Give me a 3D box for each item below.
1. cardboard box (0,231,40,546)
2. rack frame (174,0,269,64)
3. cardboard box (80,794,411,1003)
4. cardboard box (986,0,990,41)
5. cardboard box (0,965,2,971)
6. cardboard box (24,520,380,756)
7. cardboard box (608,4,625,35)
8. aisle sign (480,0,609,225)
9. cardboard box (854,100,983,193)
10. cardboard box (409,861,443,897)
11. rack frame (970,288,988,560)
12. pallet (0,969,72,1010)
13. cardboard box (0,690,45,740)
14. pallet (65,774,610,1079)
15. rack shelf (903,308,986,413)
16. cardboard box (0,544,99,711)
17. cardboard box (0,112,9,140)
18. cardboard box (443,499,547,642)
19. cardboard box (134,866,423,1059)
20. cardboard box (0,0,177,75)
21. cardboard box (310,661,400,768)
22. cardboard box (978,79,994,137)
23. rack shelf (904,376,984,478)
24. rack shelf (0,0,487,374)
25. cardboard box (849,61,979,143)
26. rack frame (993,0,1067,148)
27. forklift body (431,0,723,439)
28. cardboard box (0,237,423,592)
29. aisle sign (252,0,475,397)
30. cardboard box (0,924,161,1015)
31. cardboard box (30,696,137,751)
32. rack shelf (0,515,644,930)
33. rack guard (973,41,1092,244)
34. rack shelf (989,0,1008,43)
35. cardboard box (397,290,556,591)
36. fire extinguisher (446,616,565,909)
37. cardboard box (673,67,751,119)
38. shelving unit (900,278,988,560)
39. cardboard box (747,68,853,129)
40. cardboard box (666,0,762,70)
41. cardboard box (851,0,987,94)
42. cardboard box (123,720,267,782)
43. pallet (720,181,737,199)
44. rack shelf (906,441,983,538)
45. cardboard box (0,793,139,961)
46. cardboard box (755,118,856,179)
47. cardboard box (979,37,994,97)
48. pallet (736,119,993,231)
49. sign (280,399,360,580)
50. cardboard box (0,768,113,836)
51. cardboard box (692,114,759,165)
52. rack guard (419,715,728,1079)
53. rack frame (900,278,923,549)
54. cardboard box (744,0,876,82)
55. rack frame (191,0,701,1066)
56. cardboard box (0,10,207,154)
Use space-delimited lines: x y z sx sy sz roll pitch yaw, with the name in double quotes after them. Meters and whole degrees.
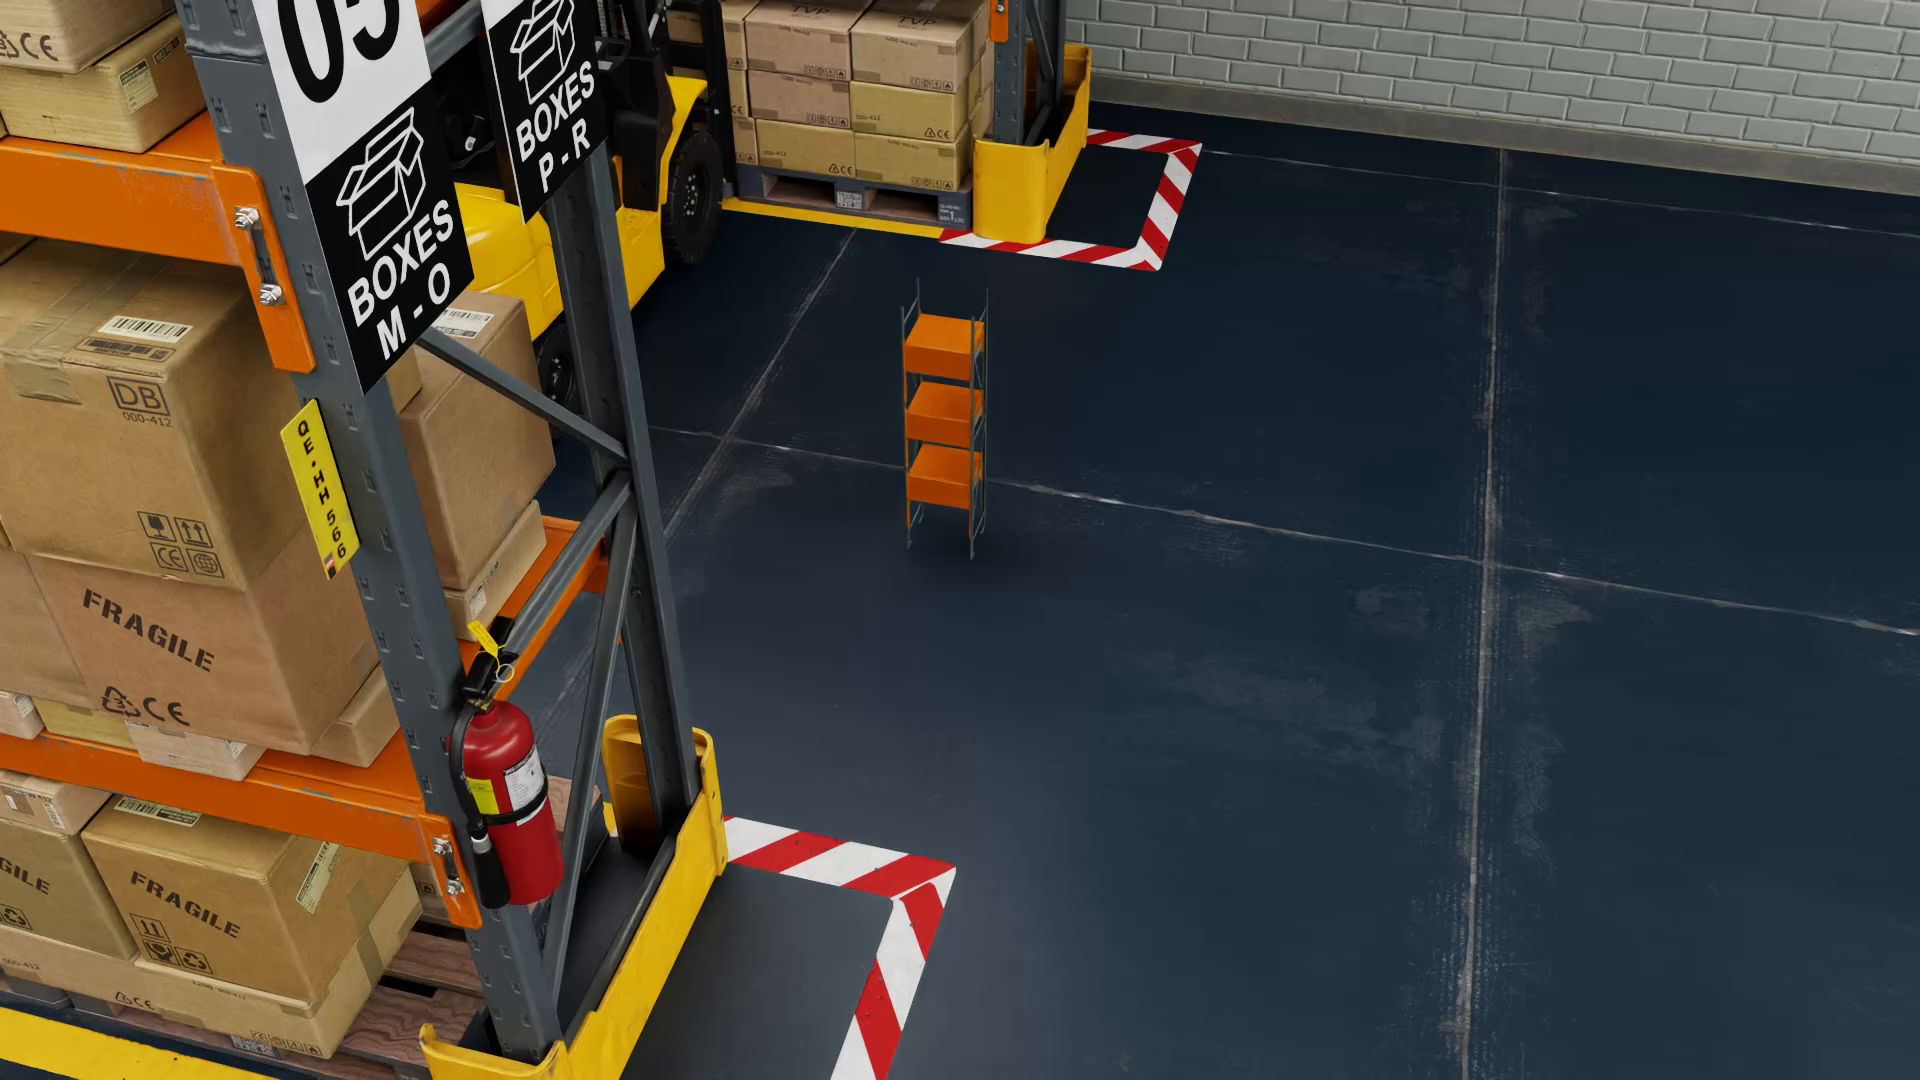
-1.975 -0.433 3.347 0.500 0.500 0.700 10 41 12 "cardboard box"
-0.939 -2.157 1.822 0.127 3.000 1.000 10 41 11 "rack frame"
-1.780 0.774 4.225 0.500 0.500 0.500 10 41 12 "cardboard box"
-0.074 -2.633 8.087 0.500 0.250 0.500 9 41 11 "cardboard box"
-2.794 0.890 4.669 0.500 0.250 0.500 8 41 10 "cardboard box"
-1.534 0.069 3.527 0.500 0.500 0.500 9 41 11 "cardboard box"
-1.657 -2.566 8.007 0.500 0.250 0.500 9 41 11 "cardboard box"
-0.799 -1.038 3.132 0.004 0.787 0.394 10 41 11 "aisle sign"
-0.195 -1.934 8.032 0.500 0.250 0.500 10 41 12 "cardboard box"
-1.646 0.726 4.865 0.500 0.250 0.500 9 41 11 "cardboard box"
0.066 -0.391 5.899 0.008 1.050 0.200 10 41 11 "rack frame"
-2.962 0.834 5.093 1.213 0.211 1.003 10 41 11 "pallet"
-2.127 0.254 3.811 0.250 0.149 0.380 10 41 12 "cardboard box"
-1.788 1.038 4.850 1.213 0.211 1.003 10 41 11 "pallet"
-0.052 -0.620 5.747 0.240 0.259 0.215 10 41 11 "rack shelf"
-2.017 -0.018 3.629 0.500 0.500 0.500 10 41 12 "cardboard box"
-1.604 -0.819 2.756 0.250 0.149 0.380 10 41 12 "cardboard box"
-1.213 0.051 4.052 0.250 0.149 0.380 10 41 12 "cardboard box"
-1.812 1.061 4.466 0.500 0.250 0.500 10 41 11 "cardboard box"
-1.502 -0.983 2.641 0.500 0.250 0.500 9 41 11 "cardboard box"
-1.355 0.307 3.748 0.250 0.149 0.380 11 41 13 "cardboard box"
-0.083 -2.256 8.415 0.500 0.250 0.500 10 41 12 "cardboard box"
-0.052 -0.403 5.930 0.240 0.259 0.215 10 41 11 "rack shelf"
-2.871 -1.066 3.414 4.000 0.370 1.077 10 41 11 "rack shelf"
-0.210 -2.131 7.877 0.500 0.250 0.500 9 41 11 "cardboard box"
0.341 -2.945 7.424 0.127 3.000 1.000 10 41 11 "rack frame"
-1.962 -1.801 6.722 1.214 2.155 2.313 10 41 11 "forklift body"
-1.488 -0.345 3.241 0.500 0.500 0.700 9 41 10 "cardboard box"
-0.954 -0.665 2.688 0.004 0.787 0.394 10 41 11 "aisle sign"
-2.287 0.974 4.570 0.500 0.250 0.500 10 41 12 "cardboard box"
-1.871 0.278 3.782 0.250 0.149 0.380 9 41 11 "cardboard box"
-2.871 0.083 4.378 4.000 0.370 1.077 10 41 11 "rack shelf"
0.364 -1.983 8.223 0.348 0.500 1.175 10 41 11 "rack guard"
-1.591 -3.002 8.051 4.000 0.370 1.077 10 41 11 "rack shelf"
-1.324 -0.263 3.922 0.500 0.500 0.500 9 41 11 "cardboard box"
-0.947 0.475 3.412 0.183 0.674 0.296 10 41 11 "fire extinguisher"
-1.196 -2.293 8.071 0.500 0.250 0.500 9 41 10 "cardboard box"
-0.052 -0.411 5.923 0.252 1.050 0.215 10 41 11 "shelving unit"
-0.692 -2.221 7.985 0.500 0.250 0.500 9 41 11 "cardboard box"
-1.169 -2.477 7.901 0.500 0.250 0.500 10 41 12 "cardboard box"
-0.185 -2.318 7.712 0.500 0.250 0.500 11 41 13 "cardboard box"
-1.628 0.334 3.716 0.250 0.149 0.380 9 41 11 "cardboard box"
-1.583 -2.182 8.684 1.213 0.211 1.003 10 41 11 "pallet"
-0.052 -0.190 6.108 0.240 0.259 0.215 10 41 11 "rack shelf"
-2.285 0.689 4.326 0.500 0.500 0.500 11 41 13 "cardboard box"
-0.673 -2.023 8.138 0.500 0.250 0.500 10 41 11 "cardboard box"
-0.060 -2.451 8.259 0.500 0.250 0.500 10 41 12 "cardboard box"
-0.409 -1.978 8.441 1.213 0.211 1.003 10 41 11 "pallet"
-1.101 -0.083 2.871 0.005 0.325 0.100 10 41 11 "sign"
-2.152 0.506 4.039 0.250 0.149 0.380 11 41 13 "cardboard box"
-1.153 -2.112 8.243 0.500 0.250 0.500 10 41 12 "cardboard box"
-1.012 1.084 4.570 0.348 0.500 1.175 10 41 11 "rack guard"
-0.170 -0.431 5.947 0.008 1.050 0.200 10 41 11 "rack frame"
-0.679 -2.399 7.809 0.500 0.250 0.500 10 41 12 "cardboard box"
-0.939 0.140 3.751 0.127 3.000 1.000 10 41 11 "rack frame"
-1.356 -0.798 2.731 0.250 0.149 0.380 10 41 12 "cardboard box"
